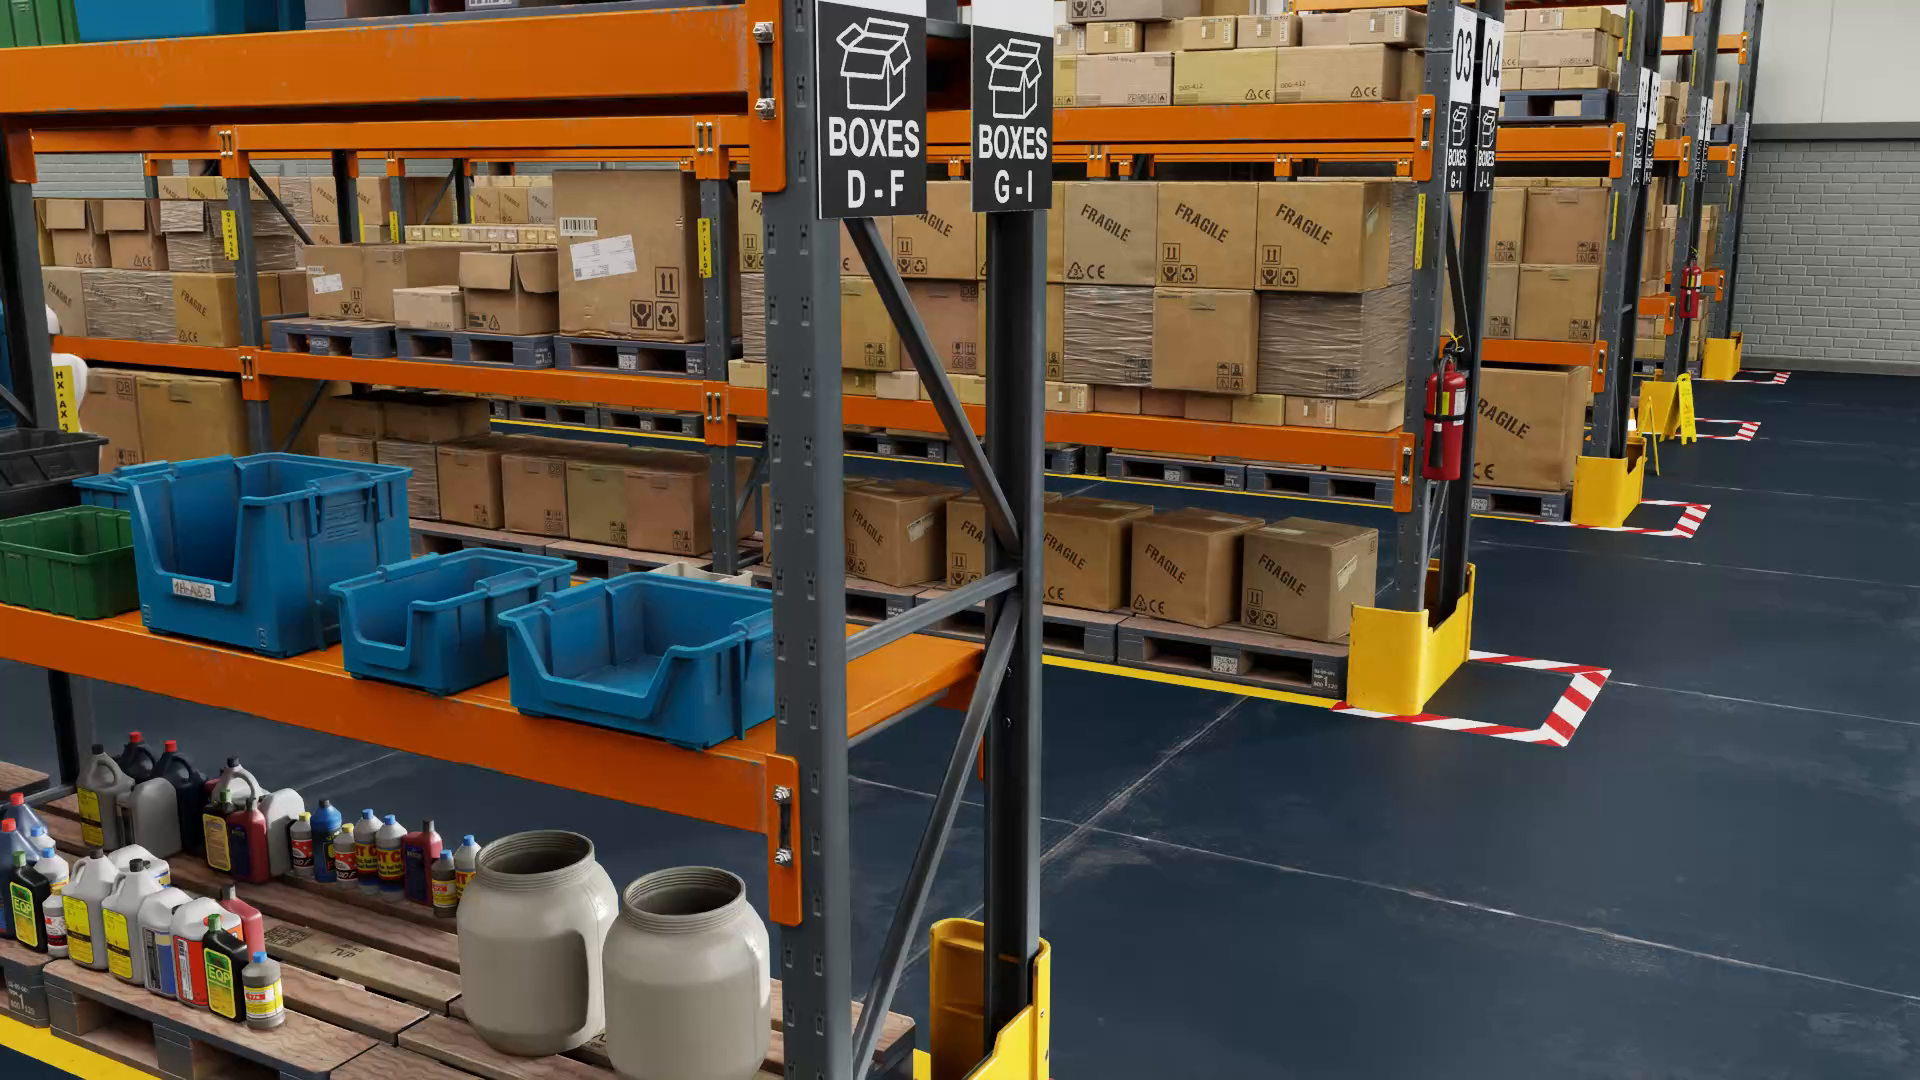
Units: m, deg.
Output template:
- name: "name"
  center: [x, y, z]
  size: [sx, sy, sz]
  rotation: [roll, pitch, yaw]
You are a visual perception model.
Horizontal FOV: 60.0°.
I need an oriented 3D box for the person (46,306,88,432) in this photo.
- name: "person"
  center: [-5.146, -0.406, 9.279]
  size: [0.743, 1.820, 0.569]
  rotation: [2, 13, 11]
